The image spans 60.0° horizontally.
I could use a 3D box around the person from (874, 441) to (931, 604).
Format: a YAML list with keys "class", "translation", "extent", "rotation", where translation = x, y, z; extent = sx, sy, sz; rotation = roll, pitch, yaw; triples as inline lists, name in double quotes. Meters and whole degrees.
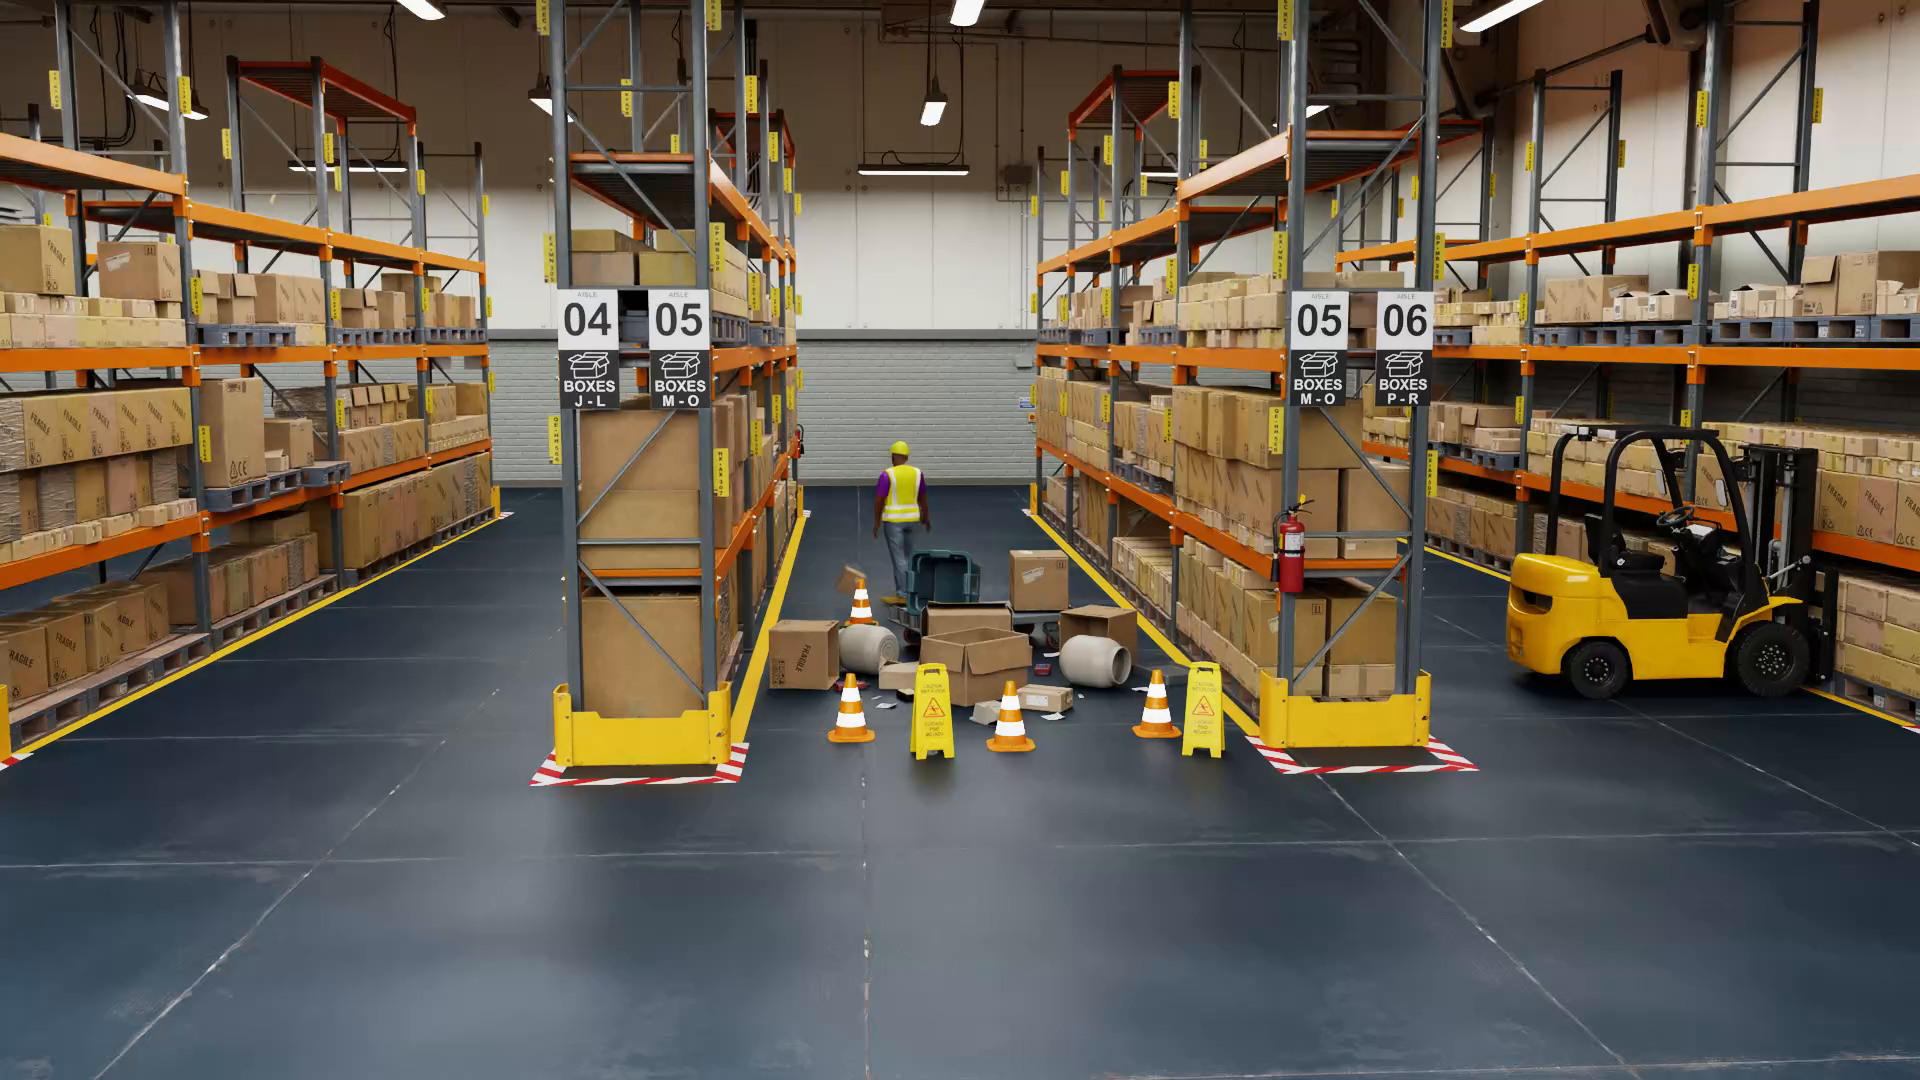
- class: "person"
  translation: [-0.645, -0.205, 18.283]
  extent: [0.722, 1.766, 0.638]
  rotation: [-5, 8, -35]
